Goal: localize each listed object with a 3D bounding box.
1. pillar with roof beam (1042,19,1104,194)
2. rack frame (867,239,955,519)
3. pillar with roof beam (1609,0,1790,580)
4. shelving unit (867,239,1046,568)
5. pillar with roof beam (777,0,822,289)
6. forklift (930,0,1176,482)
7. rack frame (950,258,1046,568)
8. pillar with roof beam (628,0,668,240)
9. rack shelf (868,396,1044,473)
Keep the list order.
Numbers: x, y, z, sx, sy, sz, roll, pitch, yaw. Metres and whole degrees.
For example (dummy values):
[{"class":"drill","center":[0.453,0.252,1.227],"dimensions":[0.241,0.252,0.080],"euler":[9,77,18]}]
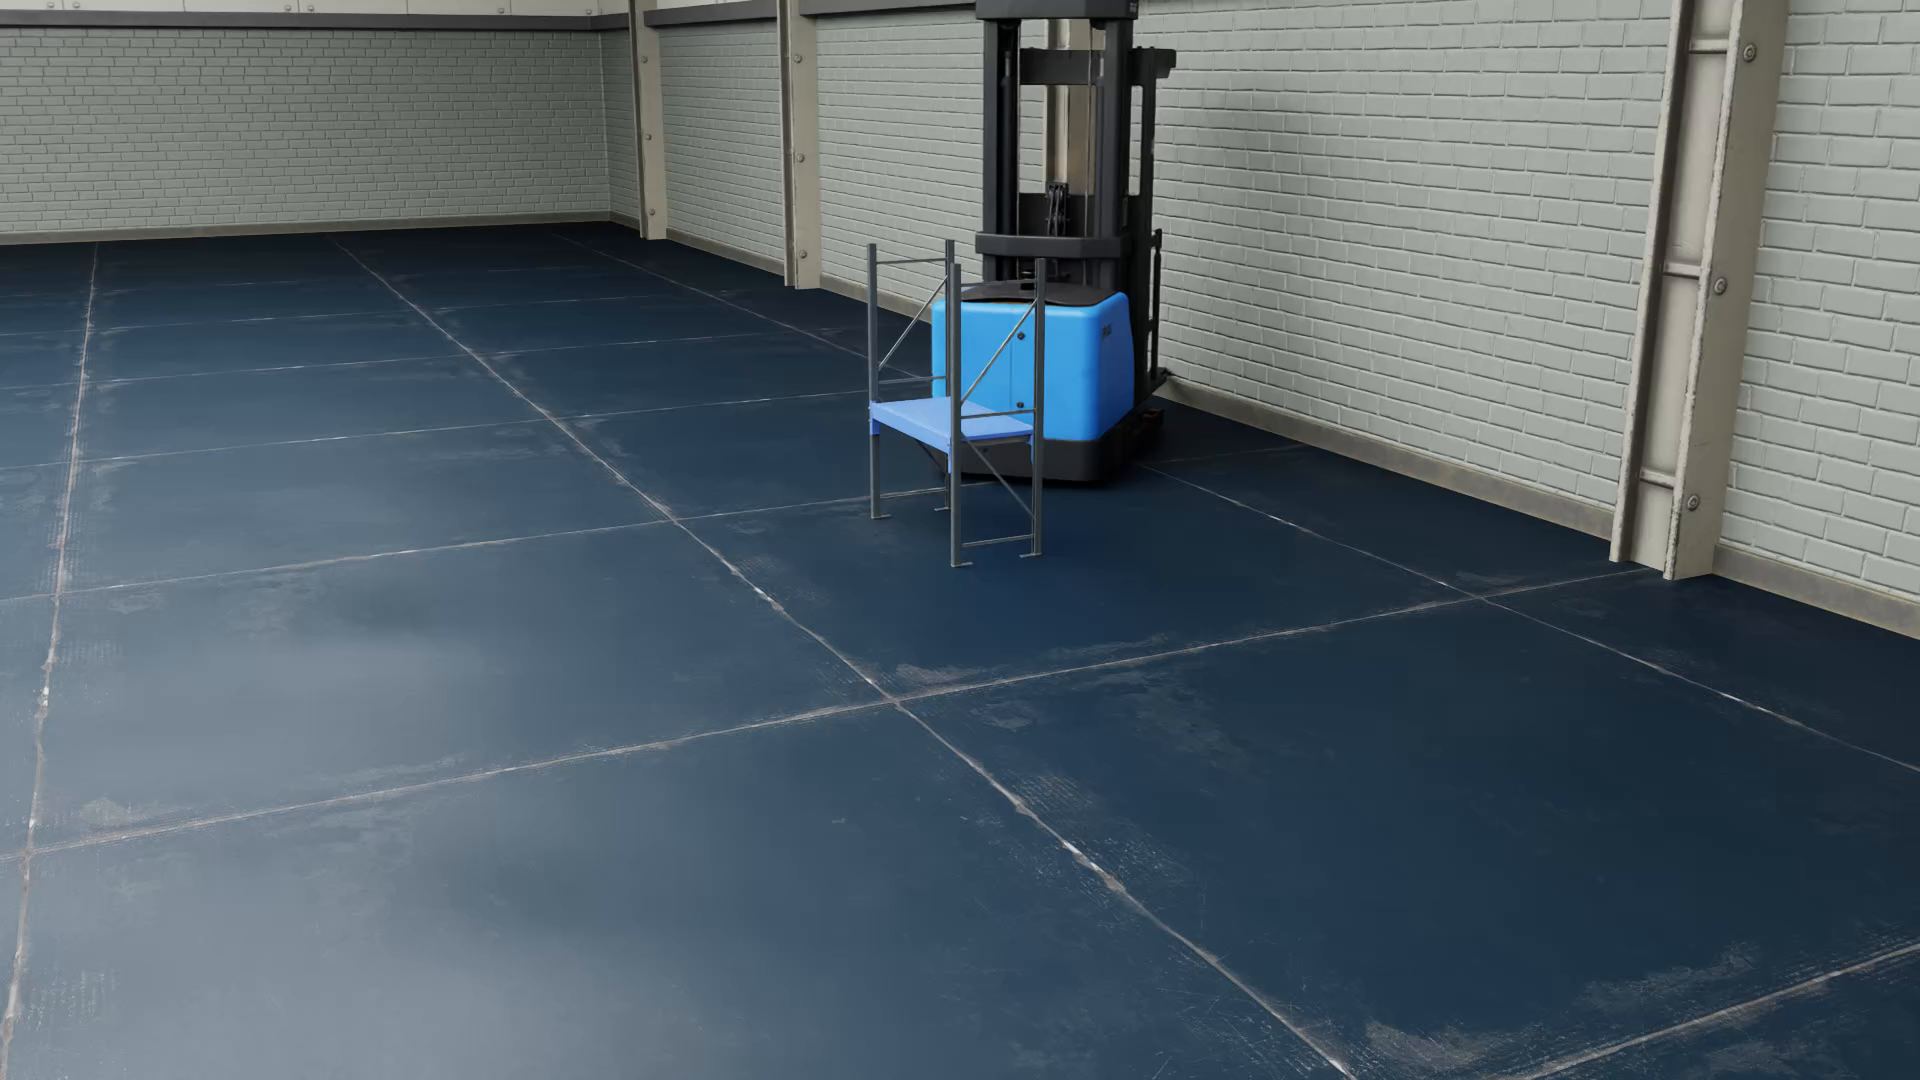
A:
[{"class":"pillar with roof beam","center":[-2.996,-5.164,10.432],"dimensions":[9.100,9.000,0.400],"euler":[-8,18,-25]},{"class":"rack frame","center":[-0.260,-0.868,9.057],"dimensions":[0.500,1.500,0.032],"euler":[-8,18,-25]},{"class":"pillar with roof beam","center":[-0.367,-3.676,5.247],"dimensions":[9.100,9.000,0.400],"euler":[-8,18,-25]},{"class":"shelving unit","center":[-0.037,-0.742,8.617],"dimensions":[0.538,1.500,1.048],"euler":[-8,18,-25]},{"class":"pillar with roof beam","center":[-5.624,-6.652,15.616],"dimensions":[9.100,9.000,0.400],"euler":[-8,18,-25]},{"class":"forklift","center":[0.754,-2.114,10.802],"dimensions":[1.130,2.935,3.031],"euler":[5,17,17]},{"class":"rack frame","center":[0.185,-0.616,8.178],"dimensions":[0.500,1.500,0.032],"euler":[-8,18,-25]},{"class":"pillar with roof beam","center":[-8.253,-8.140,20.800],"dimensions":[9.100,9.000,0.400],"euler":[-8,18,-25]},{"class":"rack shelf","center":[-0.037,-0.569,8.667],"dimensions":[0.538,0.185,1.000],"euler":[-8,18,-25]}]
